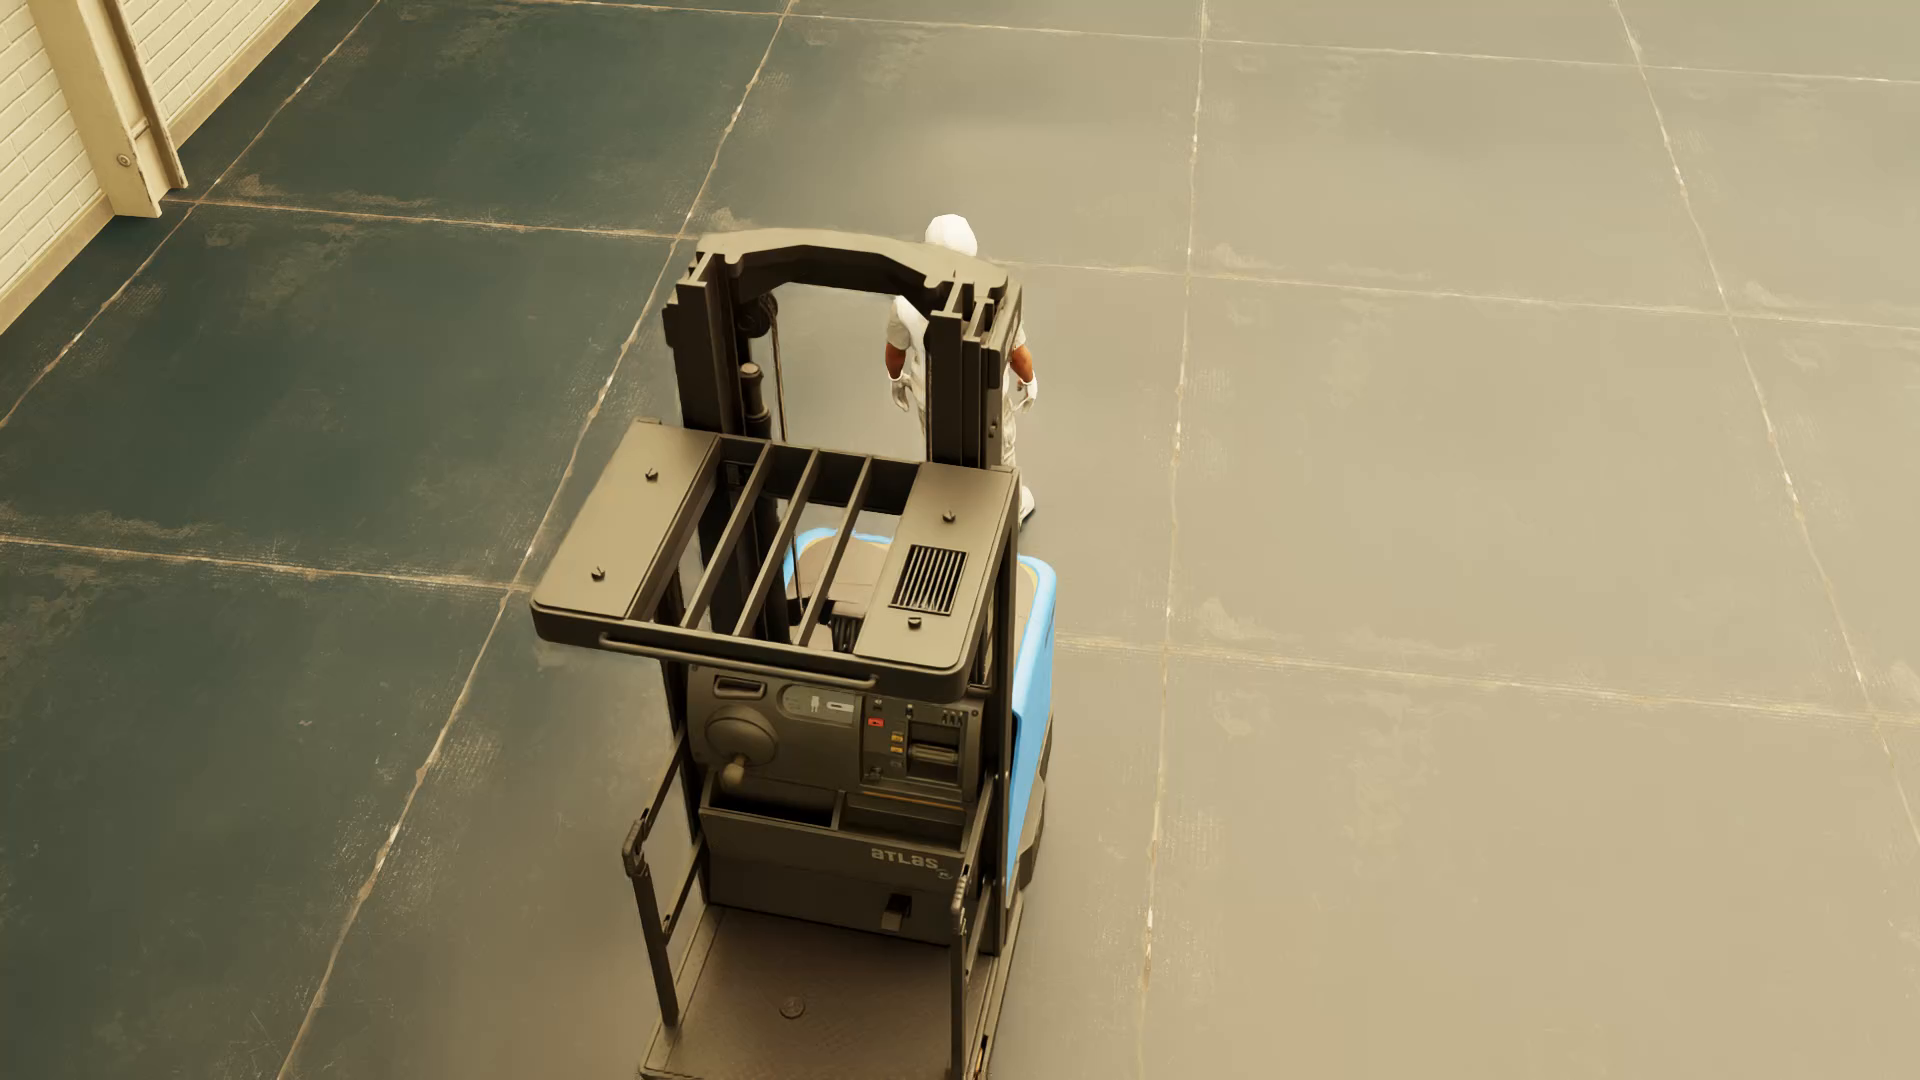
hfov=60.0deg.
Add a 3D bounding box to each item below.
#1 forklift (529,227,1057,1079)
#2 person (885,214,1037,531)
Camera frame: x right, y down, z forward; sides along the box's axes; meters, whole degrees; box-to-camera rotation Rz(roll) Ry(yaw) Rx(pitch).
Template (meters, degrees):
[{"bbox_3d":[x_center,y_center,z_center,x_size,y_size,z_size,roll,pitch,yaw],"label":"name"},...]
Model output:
[{"bbox_3d":[-0.434,0.692,4.971,1.130,2.935,3.031,8,43,9],"label":"forklift"},{"bbox_3d":[0.017,-0.710,7.335,0.656,1.784,0.575,5,43,6],"label":"person"}]
